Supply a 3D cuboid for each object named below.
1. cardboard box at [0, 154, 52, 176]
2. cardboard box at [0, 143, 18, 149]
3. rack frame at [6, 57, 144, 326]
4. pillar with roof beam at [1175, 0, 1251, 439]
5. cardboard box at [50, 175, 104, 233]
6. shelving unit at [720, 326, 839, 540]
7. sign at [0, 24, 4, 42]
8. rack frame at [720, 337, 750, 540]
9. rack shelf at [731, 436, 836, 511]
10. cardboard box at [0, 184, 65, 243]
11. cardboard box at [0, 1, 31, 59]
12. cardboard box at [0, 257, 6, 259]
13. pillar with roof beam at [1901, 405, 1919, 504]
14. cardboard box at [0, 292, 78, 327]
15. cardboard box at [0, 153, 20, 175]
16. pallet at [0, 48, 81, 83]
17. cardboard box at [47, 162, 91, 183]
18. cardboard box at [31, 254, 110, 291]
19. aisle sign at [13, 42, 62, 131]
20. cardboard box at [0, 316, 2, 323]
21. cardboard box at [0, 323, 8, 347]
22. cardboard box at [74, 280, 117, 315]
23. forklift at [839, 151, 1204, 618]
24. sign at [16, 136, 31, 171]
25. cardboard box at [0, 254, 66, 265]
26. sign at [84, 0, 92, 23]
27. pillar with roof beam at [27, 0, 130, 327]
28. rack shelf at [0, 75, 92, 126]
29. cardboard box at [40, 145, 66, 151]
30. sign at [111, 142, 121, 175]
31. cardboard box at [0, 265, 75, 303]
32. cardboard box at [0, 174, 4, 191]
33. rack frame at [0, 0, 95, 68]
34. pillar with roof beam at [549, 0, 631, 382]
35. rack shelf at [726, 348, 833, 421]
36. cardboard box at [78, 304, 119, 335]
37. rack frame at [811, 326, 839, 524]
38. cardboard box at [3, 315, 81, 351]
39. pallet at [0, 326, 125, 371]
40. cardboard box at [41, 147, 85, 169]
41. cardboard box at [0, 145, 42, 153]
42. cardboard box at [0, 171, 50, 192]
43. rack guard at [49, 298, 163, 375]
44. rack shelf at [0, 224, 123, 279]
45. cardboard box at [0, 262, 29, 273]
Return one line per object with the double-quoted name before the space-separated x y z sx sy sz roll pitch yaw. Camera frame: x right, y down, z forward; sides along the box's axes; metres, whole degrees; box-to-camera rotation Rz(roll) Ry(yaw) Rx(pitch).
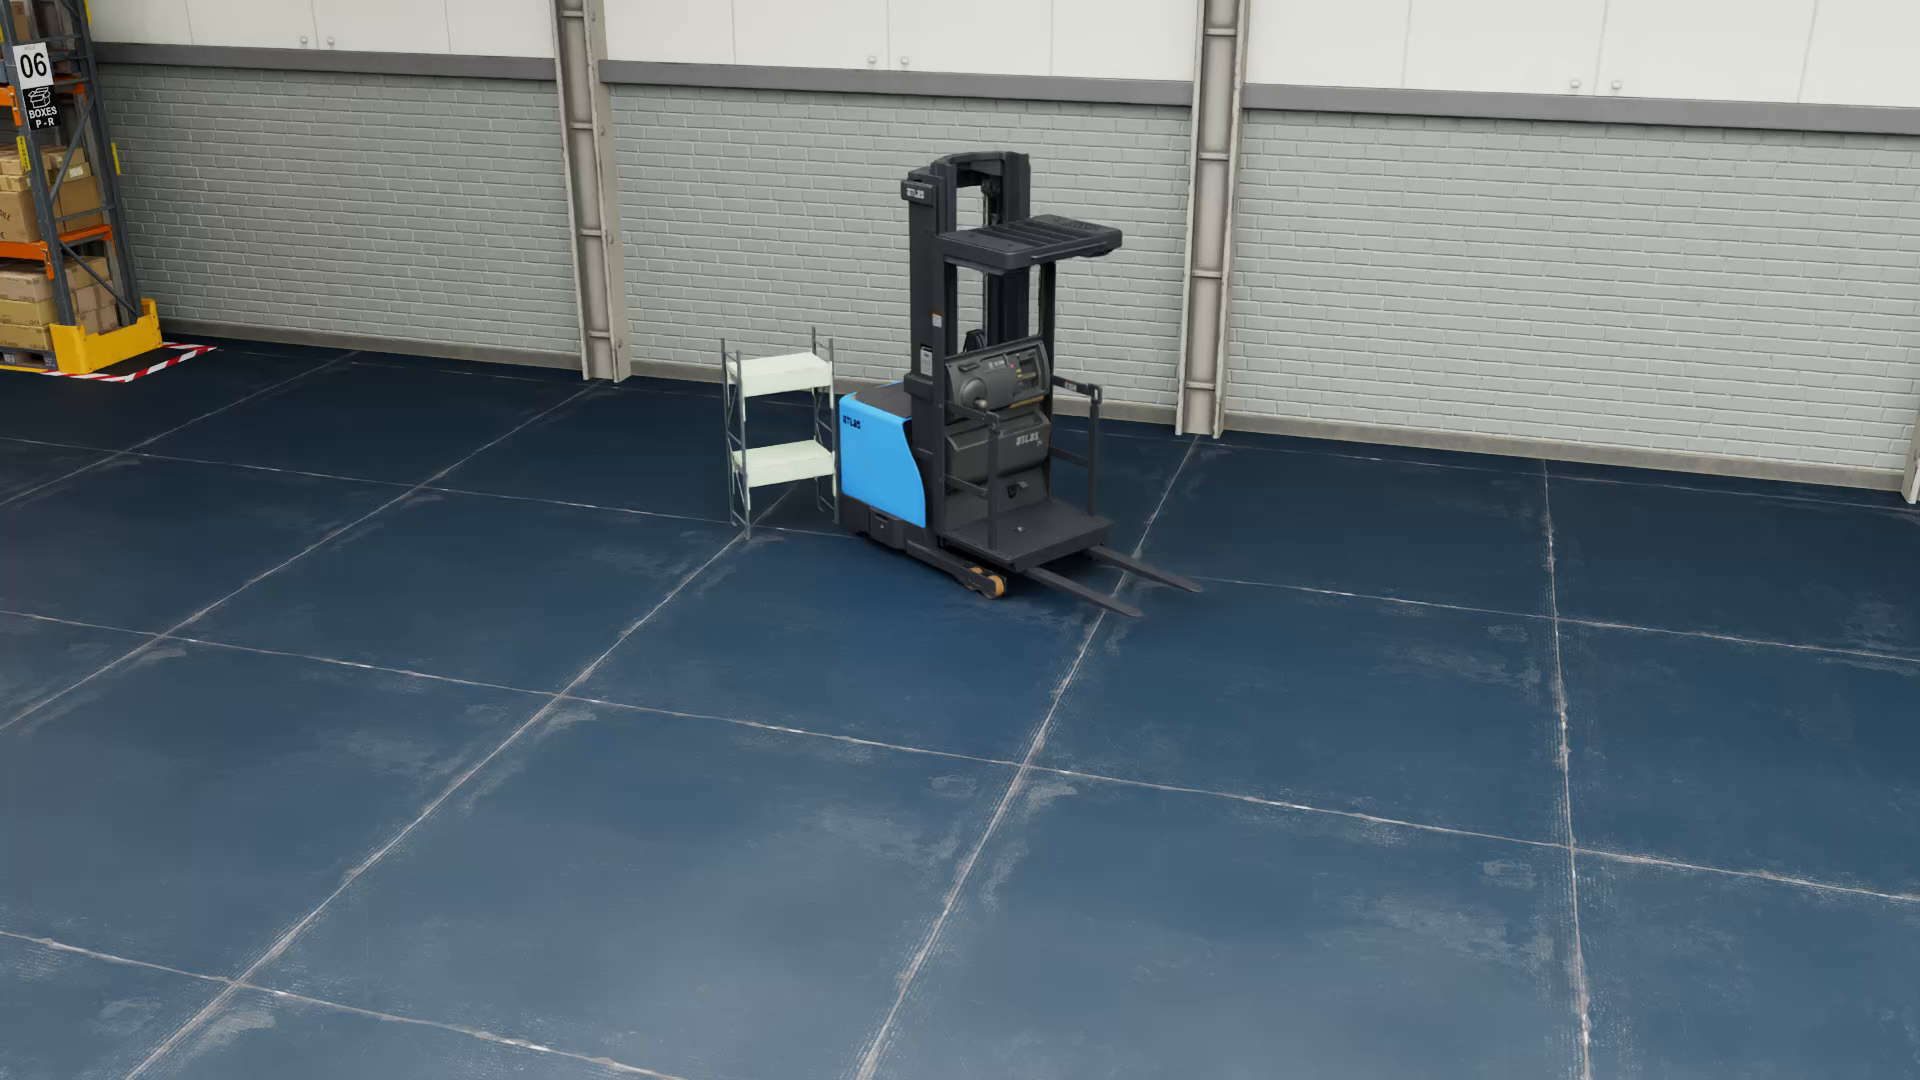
"cardboard box" -9.298 -3.739 16.554 0.250 0.149 0.380 7 23 16
"cardboard box" -9.884 -3.988 17.161 0.250 0.149 0.380 7 23 16
"rack frame" -8.894 -3.292 16.843 0.127 3.000 1.000 7 23 16
"pillar with roof beam" 0.944 -3.592 9.669 0.400 9.000 9.100 7 23 16
"cardboard box" -9.288 -3.494 17.203 0.500 0.500 0.500 7 23 17
"shelving unit" -1.380 -0.826 12.806 0.755 1.500 0.431 -10 24 -24
"sign" -9.064 -4.857 15.644 0.005 0.325 0.100 7 23 16
"rack frame" -1.709 -0.765 12.658 0.023 1.500 0.400 -10 24 -24
"rack shelf" -1.380 -0.524 12.929 0.720 0.370 0.431 -10 24 -24
"cardboard box" -9.441 -3.297 16.723 0.500 0.500 0.500 6 23 14
"cardboard box" -9.388 -4.927 16.059 0.500 0.500 0.500 7 23 17
"cardboard box" -10.255 -2.910 17.665 0.500 0.250 0.500 6 23 15
"pillar with roof beam" 6.689 -2.934 8.065 0.400 9.000 9.100 7 23 16
"cardboard box" -9.451 -2.385 17.044 0.500 0.250 0.500 6 23 15
"cardboard box" -9.543 -3.754 16.592 0.250 0.149 0.380 7 23 16
"pallet" -9.564 -4.726 16.503 1.213 0.211 1.003 7 23 16
"cardboard box" -9.144 -3.770 17.022 0.250 0.149 0.380 6 23 14
"cardboard box" -9.300 -2.798 17.392 0.500 0.250 0.500 6 23 15
"aisle sign" -8.916 -4.381 16.072 0.004 0.787 0.394 7 23 16
"cardboard box" -9.928 -2.444 17.187 0.500 0.250 0.500 6 23 15
"cardboard box" -9.909 -2.209 17.272 0.500 0.250 0.500 7 23 15
"cardboard box" -9.284 -2.573 17.500 0.500 0.250 0.500 7 23 16
"forklift" 0.419 -1.157 11.728 1.130 2.935 3.031 -19 29 -38
"sign" -9.064 -3.742 16.102 0.005 0.325 0.100 7 23 16
"cardboard box" -9.779 -2.852 17.522 0.500 0.250 0.500 7 23 16
"sign" -8.728 -5.322 16.583 0.005 0.325 0.100 7 23 16
"pillar with roof beam" -10.544 -4.907 12.876 0.400 9.000 9.100 7 23 16
"rack shelf" -10.809 -4.566 16.945 4.000 0.370 1.077 7 23 16
"cardboard box" -9.391 -3.942 17.050 0.250 0.149 0.380 7 23 17
"sign" -8.728 -3.930 17.154 0.005 0.325 0.100 7 23 16
"cardboard box" -9.425 -2.614 16.942 0.500 0.250 0.500 7 23 17
"cardboard box" -9.560 -3.592 16.588 0.250 0.149 0.380 7 23 16
"rack frame" -8.894 -6.068 15.705 0.127 3.000 1.000 7 23 16
"pillar with roof beam" -4.800 -4.250 11.272 0.400 9.000 9.100 7 23 16
"rack shelf" -1.380 -1.187 12.658 0.720 0.370 0.431 -10 24 -24
"cardboard box" -9.308 -2.339 17.590 0.500 0.250 0.500 7 23 16
"rack frame" -1.051 -0.887 12.954 0.023 1.500 0.400 -10 24 -24
"cardboard box" -9.435 -2.151 17.131 0.500 0.250 0.500 7 23 16
"pallet" -9.638 -2.071 17.540 1.213 0.211 1.003 7 23 16
"cardboard box" -9.154 -3.890 16.924 0.250 0.149 0.380 6 23 14
"cardboard box" -9.652 -3.955 17.081 0.250 0.149 0.380 7 23 17
"cardboard box" -9.307 -3.575 16.546 0.250 0.149 0.380 7 23 16
"rack guard" -8.871 -2.133 17.311 0.348 0.500 1.175 7 23 16
"rack shelf" -10.809 -3.178 17.514 4.000 0.370 1.077 7 23 16
"cardboard box" -9.916 -2.668 17.074 0.500 0.250 0.500 7 23 16
